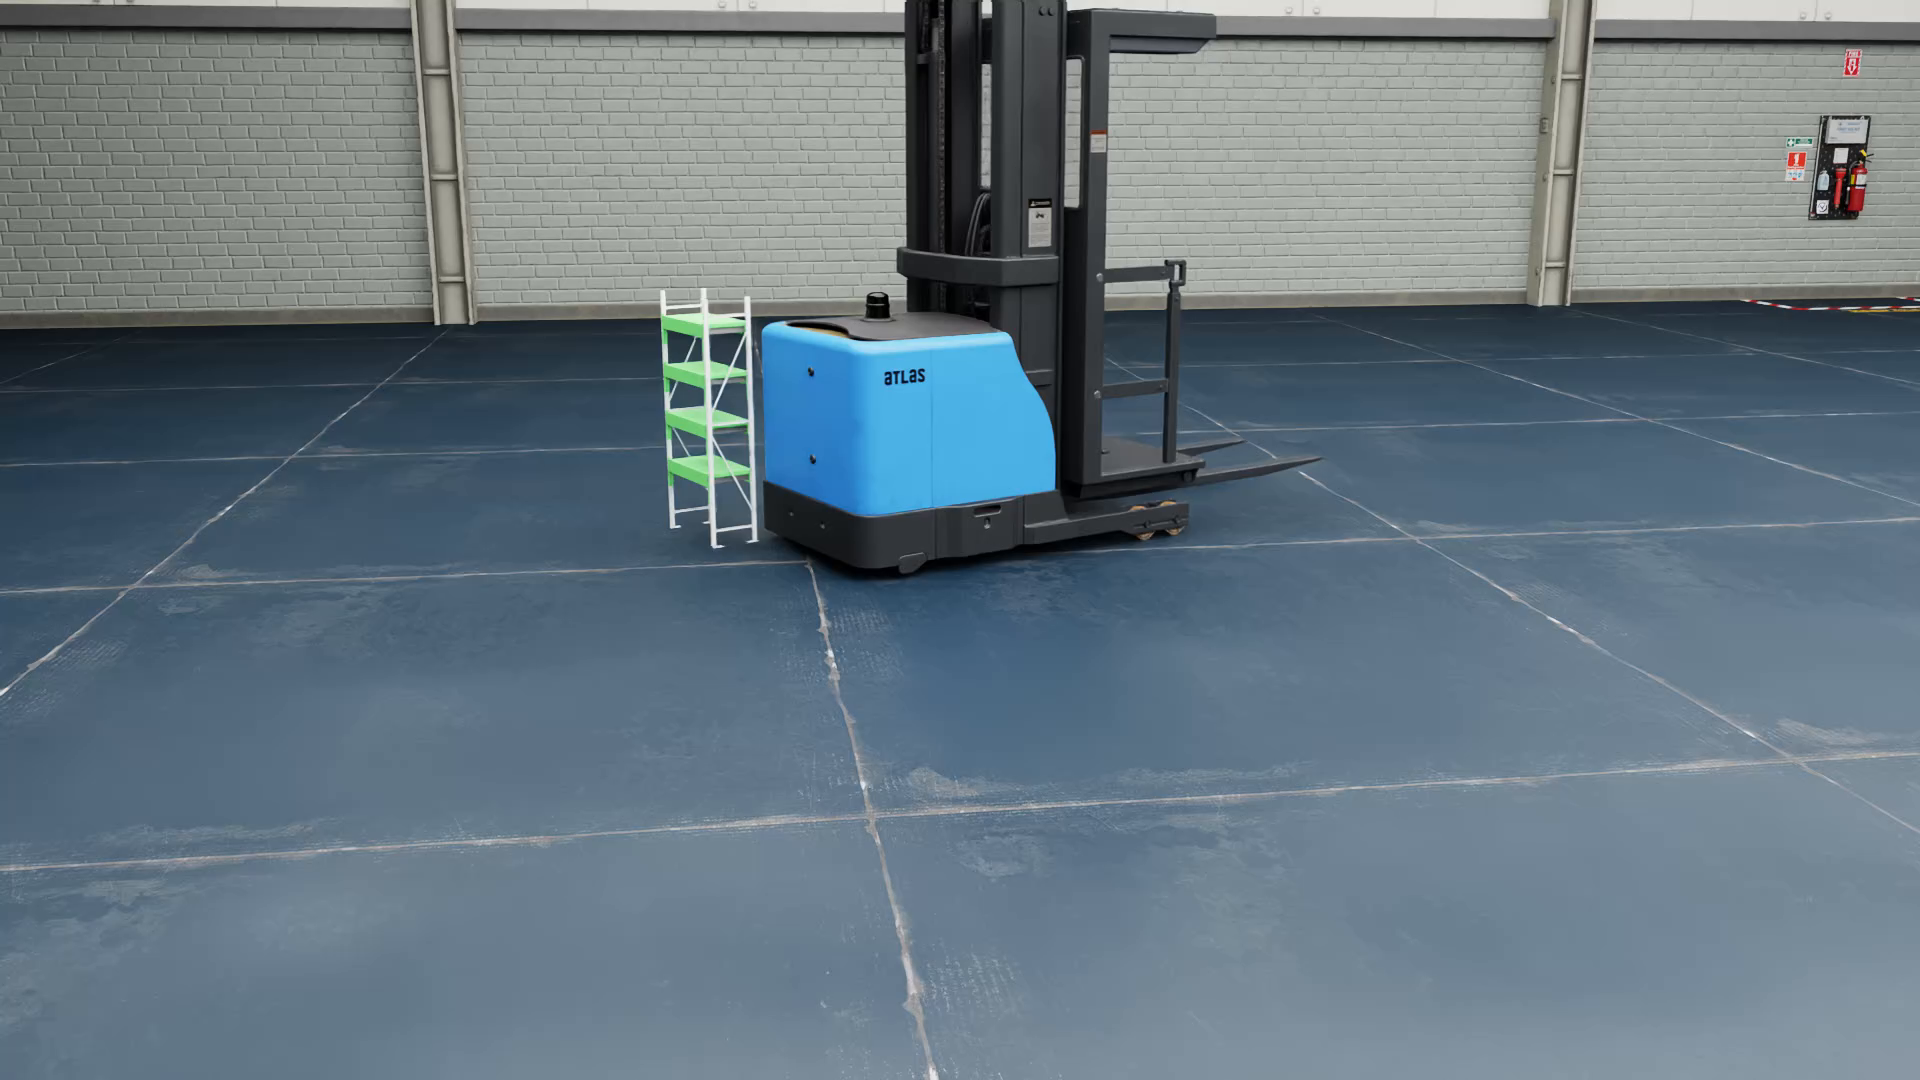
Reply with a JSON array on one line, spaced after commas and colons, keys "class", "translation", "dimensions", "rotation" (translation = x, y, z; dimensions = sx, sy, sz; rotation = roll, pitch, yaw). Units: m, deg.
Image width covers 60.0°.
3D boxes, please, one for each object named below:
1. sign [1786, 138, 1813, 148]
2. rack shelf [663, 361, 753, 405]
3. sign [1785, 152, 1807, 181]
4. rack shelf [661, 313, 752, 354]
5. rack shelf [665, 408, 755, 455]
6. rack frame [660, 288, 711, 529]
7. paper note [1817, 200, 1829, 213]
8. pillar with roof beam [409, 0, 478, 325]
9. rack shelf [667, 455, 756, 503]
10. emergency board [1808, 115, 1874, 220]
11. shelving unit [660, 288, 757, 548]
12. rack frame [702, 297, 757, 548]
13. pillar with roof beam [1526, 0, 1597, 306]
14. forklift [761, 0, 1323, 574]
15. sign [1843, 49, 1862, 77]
[{"class": "sign", "translation": [9.599, -4.543, 19.009], "dimensions": [0.331, 0.109, 0.001], "rotation": [-2, 14, -8]}, {"class": "rack shelf", "translation": [-1.236, -0.778, 8.135], "dimensions": [0.258, 0.148, 0.480], "rotation": [-9, 17, -32]}, {"class": "sign", "translation": [9.593, -4.288, 19.081], "dimensions": [0.234, 0.329, 0.001], "rotation": [-2, 14, -8]}, {"class": "rack shelf", "translation": [-1.236, -1.011, 8.077], "dimensions": [0.258, 0.148, 0.480], "rotation": [-9, 17, -32]}, {"class": "rack shelf", "translation": [-1.236, -0.546, 8.193], "dimensions": [0.258, 0.148, 0.480], "rotation": [-9, 17, -32]}, {"class": "rack frame", "translation": [-1.370, -0.657, 8.375], "dimensions": [0.240, 1.200, 0.015], "rotation": [-9, 17, -32]}, {"class": "paper note", "translation": [9.970, -3.849, 19.215], "dimensions": [0.142, 0.148, 0.016], "rotation": [-2, 14, -8]}, {"class": "pillar with roof beam", "translation": [-4.553, -5.569, 11.927], "dimensions": [0.400, 9.000, 9.100], "rotation": [-2, 14, -8]}, {"class": "rack shelf", "translation": [-1.236, -0.313, 8.252], "dimensions": [0.258, 0.148, 0.480], "rotation": [-9, 17, -32]}, {"class": "emergency board", "translation": [10.155, -4.266, 19.067], "dimensions": [0.643, 1.169, 0.194], "rotation": [-2, 14, -8]}, {"class": "shelving unit", "translation": [-1.236, -0.608, 8.178], "dimensions": [0.258, 1.200, 0.503], "rotation": [-9, 17, -32]}, {"class": "rack frame", "translation": [-1.102, -0.558, 7.980], "dimensions": [0.240, 1.200, 0.015], "rotation": [-9, 17, -32]}, {"class": "pillar with roof beam", "translation": [7.313, -6.004, 13.661], "dimensions": [0.400, 9.000, 9.100], "rotation": [-2, 14, -8]}, {"class": "forklift", "translation": [0.547, -1.522, 8.266], "dimensions": [3.031, 2.935, 1.130], "rotation": [-9, 17, -32]}, {"class": "sign", "translation": [10.133, -5.414, 18.879], "dimensions": [0.199, 0.298, 0.001], "rotation": [-2, 14, -8]}]
